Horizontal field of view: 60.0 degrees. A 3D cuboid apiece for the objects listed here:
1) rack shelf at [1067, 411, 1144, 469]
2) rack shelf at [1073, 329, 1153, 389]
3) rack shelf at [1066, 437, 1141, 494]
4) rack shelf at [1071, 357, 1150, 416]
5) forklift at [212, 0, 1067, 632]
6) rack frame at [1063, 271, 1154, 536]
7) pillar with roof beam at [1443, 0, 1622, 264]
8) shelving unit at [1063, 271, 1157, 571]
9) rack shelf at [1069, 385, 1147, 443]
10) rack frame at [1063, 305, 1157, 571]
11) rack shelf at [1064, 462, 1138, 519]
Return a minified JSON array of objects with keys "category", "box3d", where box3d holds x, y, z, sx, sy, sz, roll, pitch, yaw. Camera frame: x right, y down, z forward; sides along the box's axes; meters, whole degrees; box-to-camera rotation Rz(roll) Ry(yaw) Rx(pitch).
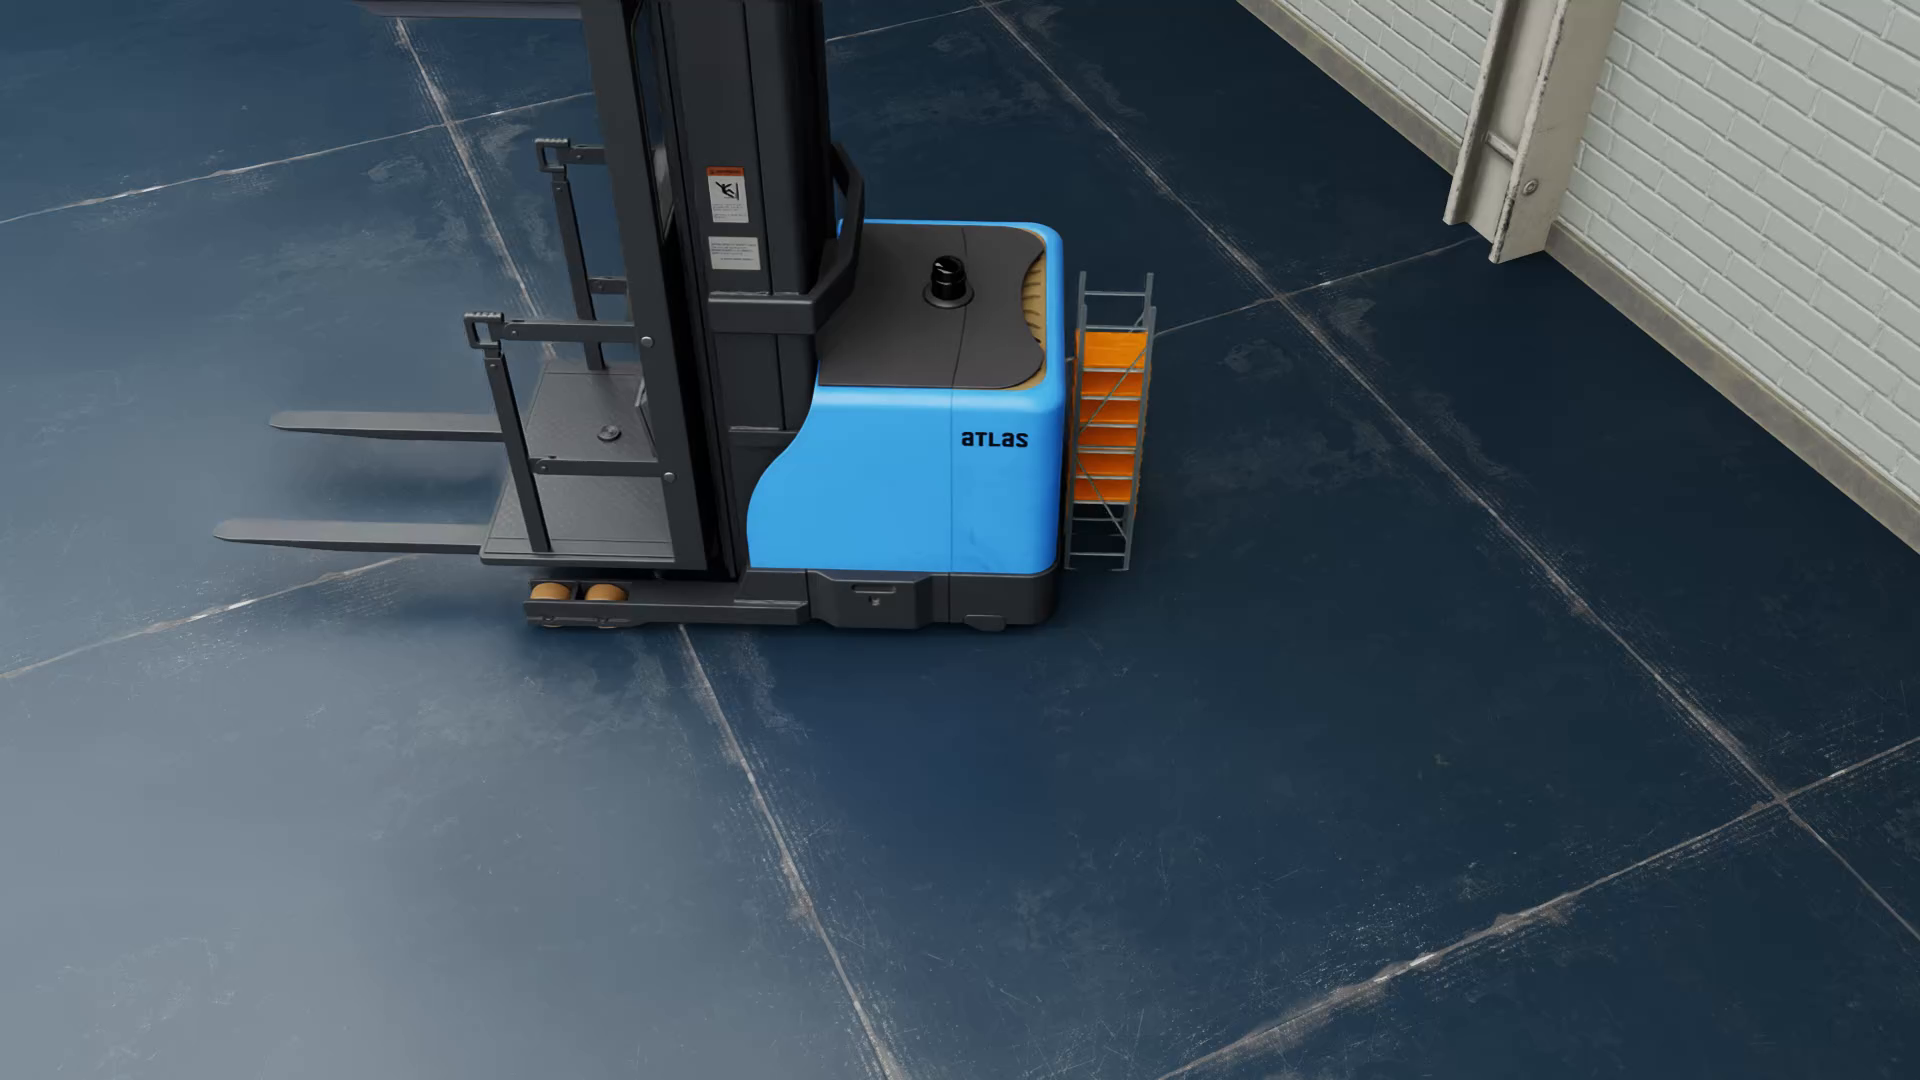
[{"category":"rack shelf","box3d":[0.507,-0.350,5.813,0.258,0.103,0.180,1,45,1]},{"category":"rack shelf","box3d":[0.508,-0.606,5.560,0.258,0.103,0.180,1,45,1]},{"category":"rack shelf","box3d":[0.506,-0.264,5.897,0.258,0.103,0.180,1,45,1]},{"category":"rack shelf","box3d":[0.507,-0.520,5.644,0.258,0.103,0.180,1,45,1]},{"category":"forklift","box3d":[-1.153,-1.098,5.276,3.031,2.935,1.130,1,45,1]},{"category":"rack frame","box3d":[0.510,-0.445,5.846,0.240,1.200,0.006,1,45,1]},{"category":"pillar with roof beam","box3d":[-1.431,-3.350,3.238,9.100,9.000,0.400,-18,47,-17]},{"category":"shelving unit","box3d":[0.507,-0.381,5.781,0.258,1.200,0.189,1,45,1]},{"category":"rack shelf","box3d":[0.507,-0.435,5.728,0.258,0.103,0.180,1,45,1]},{"category":"rack frame","box3d":[0.504,-0.317,5.716,0.240,1.200,0.006,1,45,1]},{"category":"rack shelf","box3d":[0.506,-0.179,5.981,0.258,0.103,0.180,1,45,1]}]
